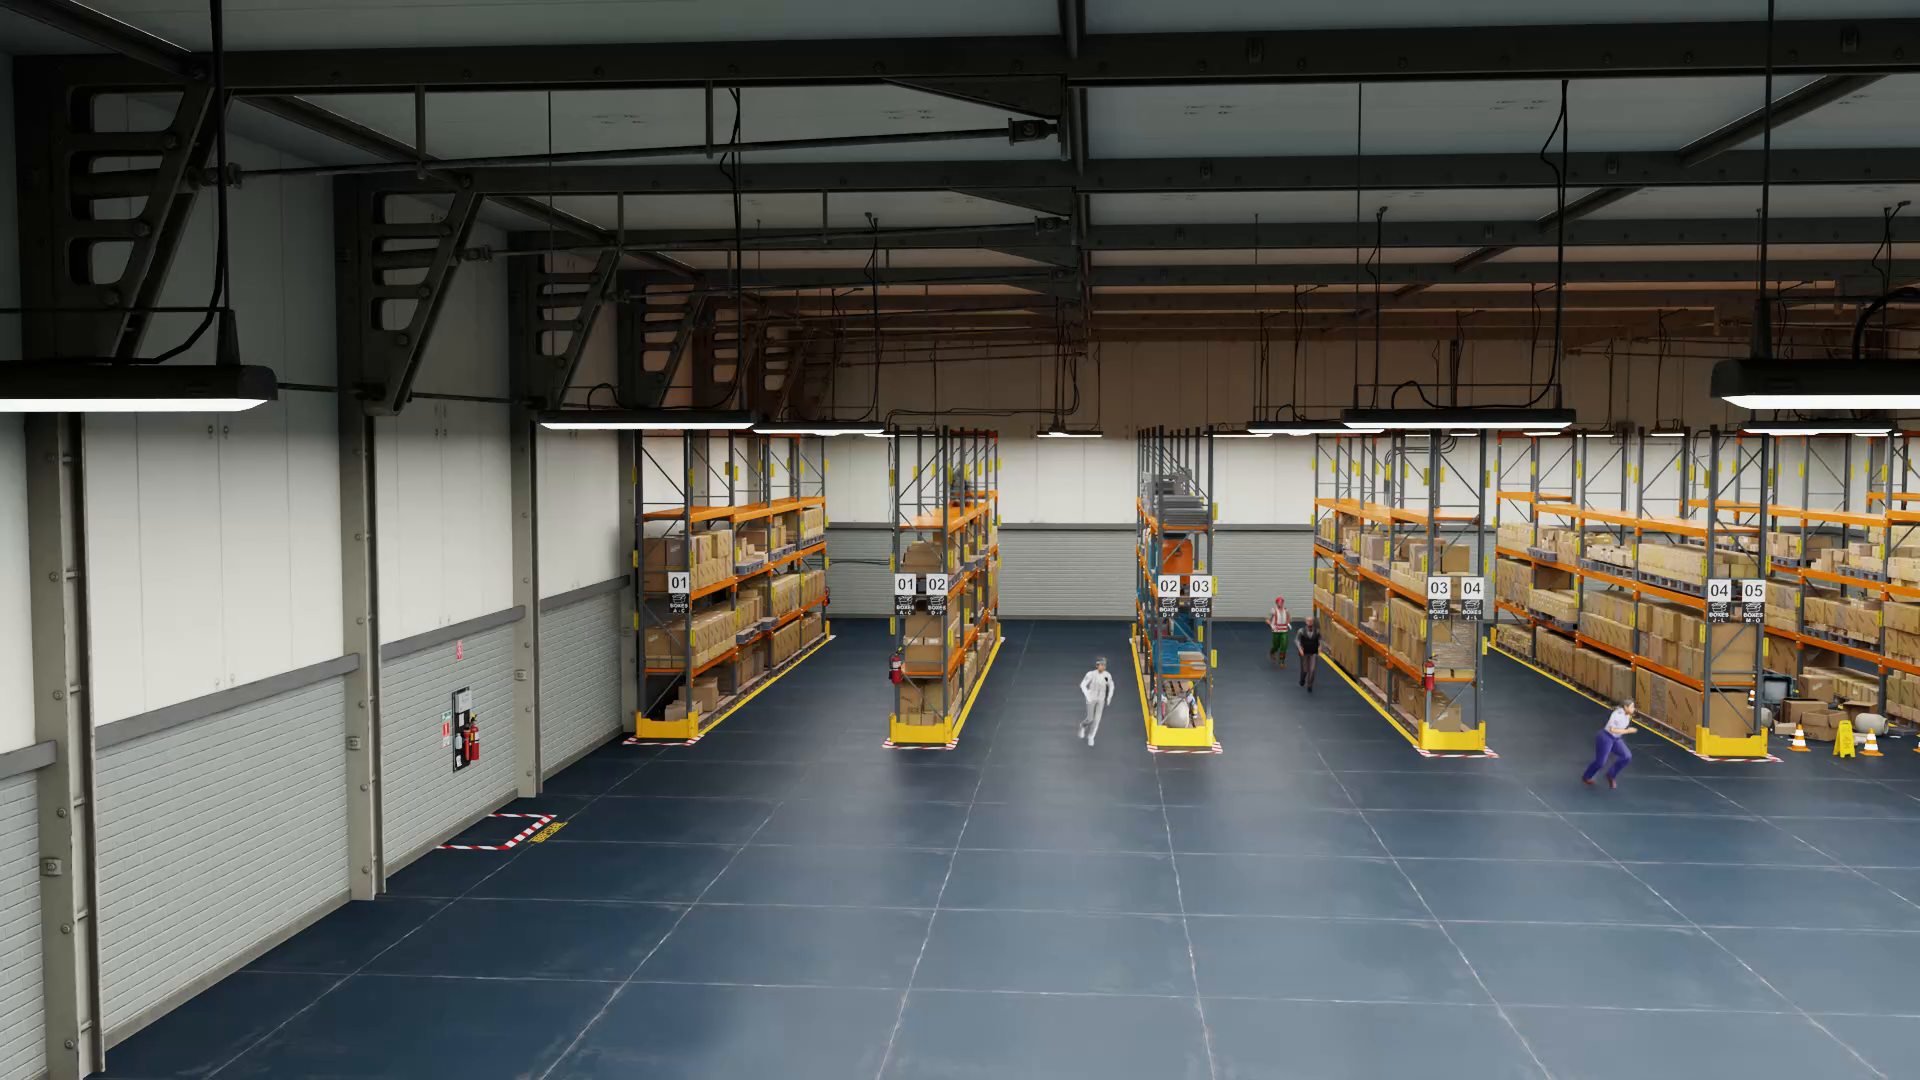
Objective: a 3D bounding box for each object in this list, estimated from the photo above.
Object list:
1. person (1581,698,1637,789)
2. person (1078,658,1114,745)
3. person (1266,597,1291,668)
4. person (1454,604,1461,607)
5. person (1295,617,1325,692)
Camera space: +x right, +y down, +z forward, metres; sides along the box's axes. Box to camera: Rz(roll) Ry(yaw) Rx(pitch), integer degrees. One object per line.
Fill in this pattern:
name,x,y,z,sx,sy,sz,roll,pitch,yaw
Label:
person,10.703,3.331,27.321,0.642,1.540,0.939,-3,5,-43
person,2.600,3.026,31.493,0.657,1.647,0.595,-1,4,-13
person,8.072,2.321,42.011,0.658,1.771,0.863,0,3,-8
person,13.687,2.146,46.270,0.647,1.614,0.504,2,4,24
person,7.991,2.602,37.996,0.682,1.702,0.573,0,3,4
